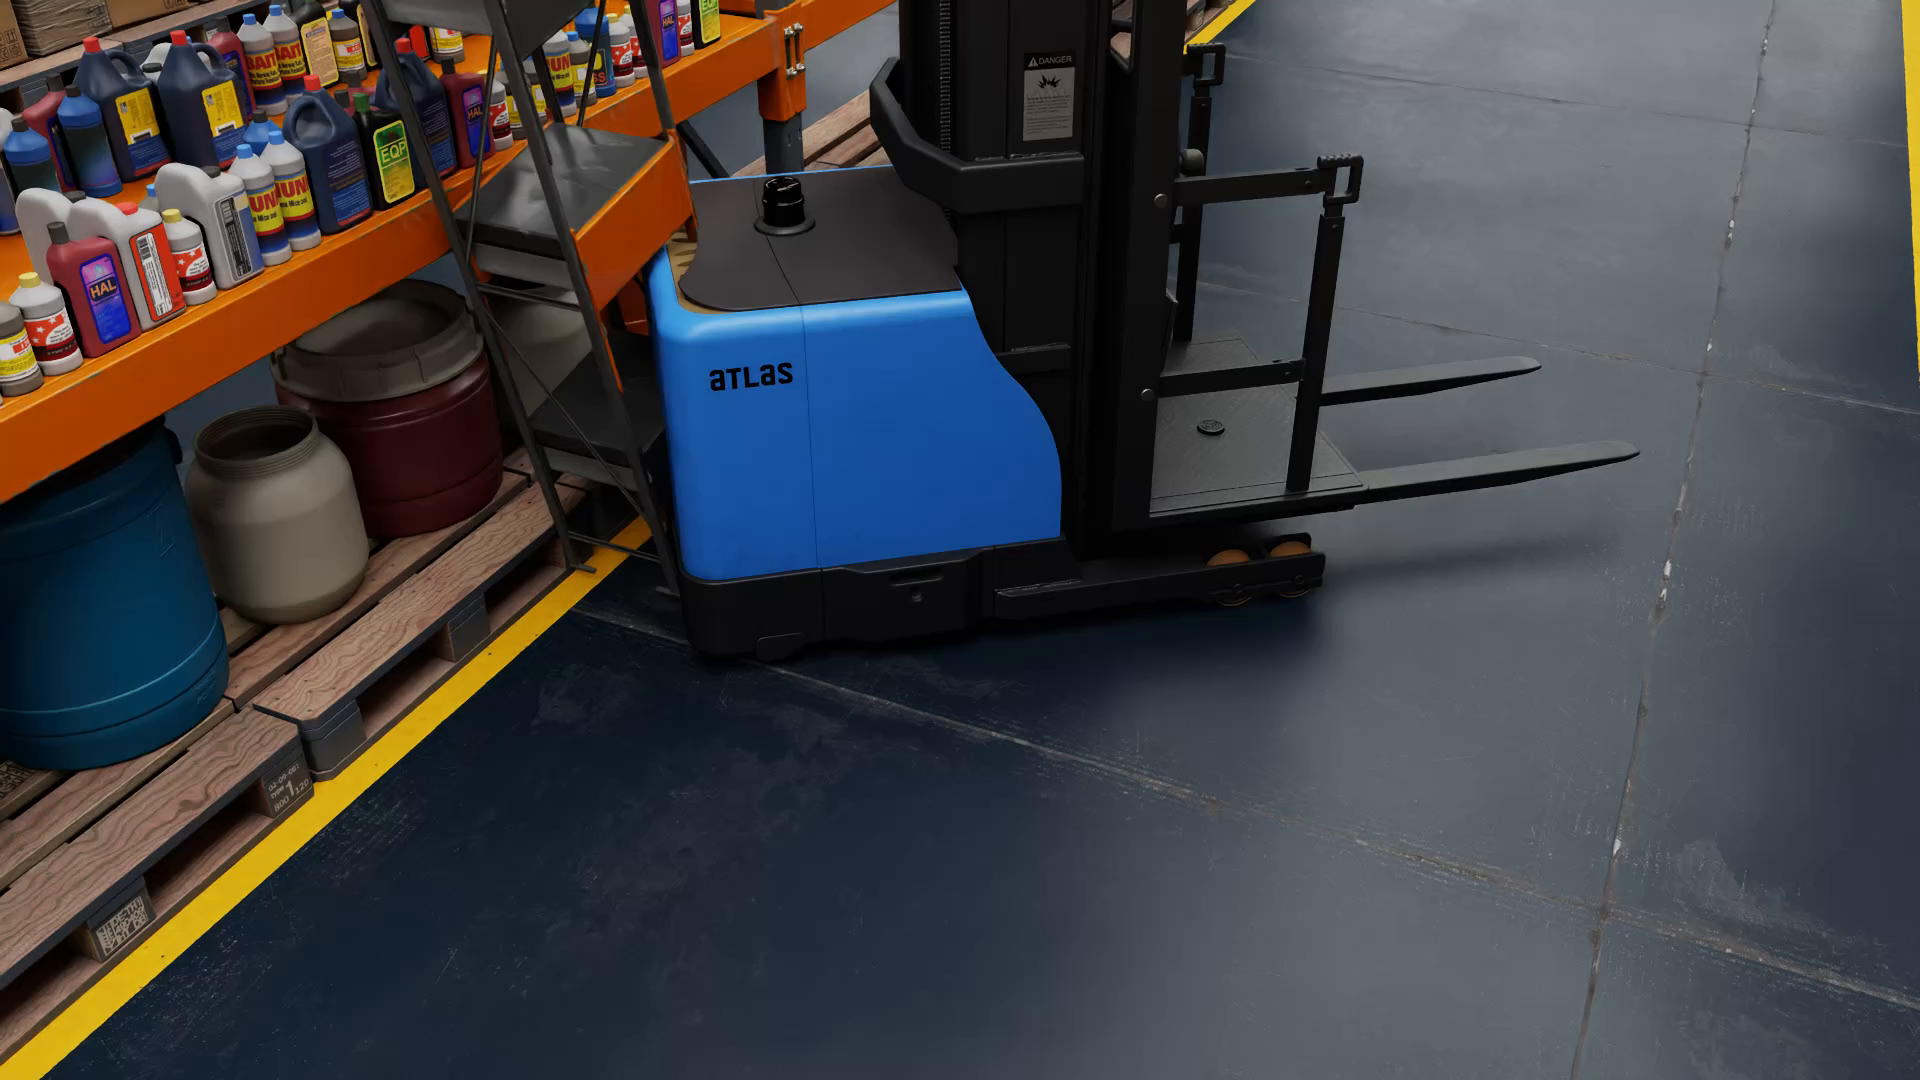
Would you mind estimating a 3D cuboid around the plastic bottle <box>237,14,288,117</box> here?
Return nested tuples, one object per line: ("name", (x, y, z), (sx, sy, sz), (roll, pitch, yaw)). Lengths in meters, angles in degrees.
("plastic bottle", (-1.967, -1.337, 4.672), (0.097, 0.271, 0.097), (0, 33, 0))

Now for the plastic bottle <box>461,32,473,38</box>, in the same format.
("plastic bottle", (-1.621, -1.720, 5.319), (0.097, 0.201, 0.097), (0, 33, 0))

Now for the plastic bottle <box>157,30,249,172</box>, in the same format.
("plastic bottle", (-1.963, -1.145, 4.306), (0.144, 0.351, 0.185), (14, 36, 20))

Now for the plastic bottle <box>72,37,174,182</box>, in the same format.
("plastic bottle", (-2.157, -1.113, 4.257), (0.144, 0.351, 0.185), (14, 36, 20))

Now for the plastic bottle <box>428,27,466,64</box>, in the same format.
("plastic bottle", (-1.579, -1.570, 5.090), (0.097, 0.201, 0.097), (0, 33, 0))

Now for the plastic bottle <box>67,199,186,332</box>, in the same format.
("plastic bottle", (-1.779, -0.605, 3.550), (0.152, 0.276, 0.135), (14, 36, 20))

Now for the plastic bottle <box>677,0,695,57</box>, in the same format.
("plastic bottle", (-0.879, -1.609, 5.149), (0.097, 0.201, 0.097), (0, 33, 0))

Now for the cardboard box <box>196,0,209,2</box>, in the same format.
("cardboard box", (-4.584, -3.499, 9.729), (0.700, 0.500, 0.500), (11, 35, 16))

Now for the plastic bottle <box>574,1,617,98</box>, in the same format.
("plastic bottle", (-1.057, -1.426, 4.807), (0.097, 0.271, 0.097), (0, 33, 0))

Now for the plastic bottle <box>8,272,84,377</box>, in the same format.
("plastic bottle", (-1.858, -0.443, 3.371), (0.097, 0.201, 0.097), (0, 33, 0))

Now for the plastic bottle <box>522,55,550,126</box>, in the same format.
("plastic bottle", (-1.179, -1.251, 4.604), (0.097, 0.201, 0.097), (0, 33, 0))

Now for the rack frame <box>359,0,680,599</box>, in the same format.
("rack frame", (-1.102, -0.618, 4.261), (0.400, 2.100, 0.015), (14, 49, 21))

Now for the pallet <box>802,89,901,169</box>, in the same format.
("pallet", (-0.161, -1.861, 7.895), (1.003, 0.211, 1.213), (14, 36, 20))

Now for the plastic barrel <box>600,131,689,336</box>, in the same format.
("plastic barrel", (-1.221, -1.065, 5.735), (0.600, 0.830, 0.708), (14, 36, 20))

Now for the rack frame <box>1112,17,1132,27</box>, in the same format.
("rack frame", (0.641, -4.037, 8.670), (1.000, 3.000, 0.127), (14, 36, 20))

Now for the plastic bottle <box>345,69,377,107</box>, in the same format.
("plastic bottle", (-1.500, -1.068, 4.250), (0.061, 0.283, 0.133), (14, 36, 20))

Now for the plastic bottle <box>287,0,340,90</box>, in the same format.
("plastic bottle", (-1.894, -1.453, 4.836), (0.061, 0.283, 0.133), (14, 36, 20))

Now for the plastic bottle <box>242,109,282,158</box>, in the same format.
("plastic bottle", (-1.658, -0.900, 4.004), (0.097, 0.271, 0.097), (0, 33, 0))

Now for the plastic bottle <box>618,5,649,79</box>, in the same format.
("plastic bottle", (-0.975, -1.494, 4.974), (0.097, 0.201, 0.097), (0, 33, 0))

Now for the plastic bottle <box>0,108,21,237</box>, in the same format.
("plastic bottle", (-2.317, -0.886, 3.979), (0.152, 0.276, 0.135), (14, 36, 20))

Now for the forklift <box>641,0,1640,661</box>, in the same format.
("forklift", (0.607, -1.304, 4.565), (3.031, 2.935, 1.130), (-7, 34, -11))

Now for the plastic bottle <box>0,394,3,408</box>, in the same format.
("plastic bottle", (-1.940, -0.375, 3.204), (0.097, 0.271, 0.097), (0, 33, 0))

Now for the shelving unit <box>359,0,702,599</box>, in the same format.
("shelving unit", (-1.001, -0.781, 4.412), (0.431, 2.100, 0.503), (14, 49, 21))

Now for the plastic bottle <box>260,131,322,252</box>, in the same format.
("plastic bottle", (-1.567, -0.818, 3.880), (0.097, 0.271, 0.097), (0, 33, 0))

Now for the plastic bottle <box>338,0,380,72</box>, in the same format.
("plastic bottle", (-1.798, -1.568, 5.011), (0.061, 0.283, 0.133), (14, 36, 20))

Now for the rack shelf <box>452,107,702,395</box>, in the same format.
("rack shelf", (-1.000, -0.771, 4.421), (0.431, 0.518, 0.480), (14, 49, 21))

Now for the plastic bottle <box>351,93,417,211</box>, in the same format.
("plastic bottle", (-1.425, -0.968, 4.098), (0.061, 0.283, 0.133), (14, 36, 20))

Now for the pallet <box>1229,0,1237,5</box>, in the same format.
("pallet", (1.469, -3.805, 10.861), (1.003, 0.211, 1.213), (14, 36, 20))

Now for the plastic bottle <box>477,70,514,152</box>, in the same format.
("plastic bottle", (-1.260, -1.154, 4.456), (0.097, 0.201, 0.097), (0, 33, 0))

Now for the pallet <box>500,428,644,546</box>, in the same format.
("pallet", (-1.324, -0.476, 5.783), (1.003, 0.211, 1.213), (14, 36, 20))

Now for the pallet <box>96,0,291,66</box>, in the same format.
("pallet", (-4.691, -3.009, 9.646), (1.003, 0.211, 1.213), (14, 36, 20))

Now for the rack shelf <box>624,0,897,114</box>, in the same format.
("rack shelf", (-0.195, -2.740, 7.349), (1.077, 0.370, 4.000), (14, 36, 20))

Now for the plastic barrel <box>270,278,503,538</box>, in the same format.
("plastic barrel", (-1.694, -0.402, 4.943), (0.600, 0.588, 0.708), (14, 36, 20))

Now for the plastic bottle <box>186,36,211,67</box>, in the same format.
("plastic bottle", (-2.063, -1.223, 4.496), (0.097, 0.271, 0.097), (0, 33, 0))

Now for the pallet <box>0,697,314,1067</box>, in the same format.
("pallet", (-2.345, 0.739, 3.930), (1.003, 0.211, 1.213), (14, 36, 20))

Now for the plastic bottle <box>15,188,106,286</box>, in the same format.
("plastic bottle", (-1.917, -0.639, 3.603), (0.152, 0.276, 0.135), (14, 36, 20))

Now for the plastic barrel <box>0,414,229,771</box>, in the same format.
("plastic barrel", (-2.166, 0.030, 3.999), (0.600, 0.901, 0.708), (14, 36, 20))

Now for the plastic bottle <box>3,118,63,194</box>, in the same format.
("plastic bottle", (-2.196, -0.865, 3.951), (0.097, 0.271, 0.097), (0, 33, 0))

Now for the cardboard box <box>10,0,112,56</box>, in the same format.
("cardboard box", (-5.048, -2.937, 8.872), (0.700, 0.500, 0.500), (11, 35, 17))

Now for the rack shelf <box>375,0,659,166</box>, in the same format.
("rack shelf", (-1.066, -1.266, 3.930), (0.431, 0.518, 0.480), (14, 49, 21))

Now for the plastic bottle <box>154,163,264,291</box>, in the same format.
("plastic bottle", (-1.682, -0.720, 3.726), (0.152, 0.276, 0.135), (14, 36, 20))
